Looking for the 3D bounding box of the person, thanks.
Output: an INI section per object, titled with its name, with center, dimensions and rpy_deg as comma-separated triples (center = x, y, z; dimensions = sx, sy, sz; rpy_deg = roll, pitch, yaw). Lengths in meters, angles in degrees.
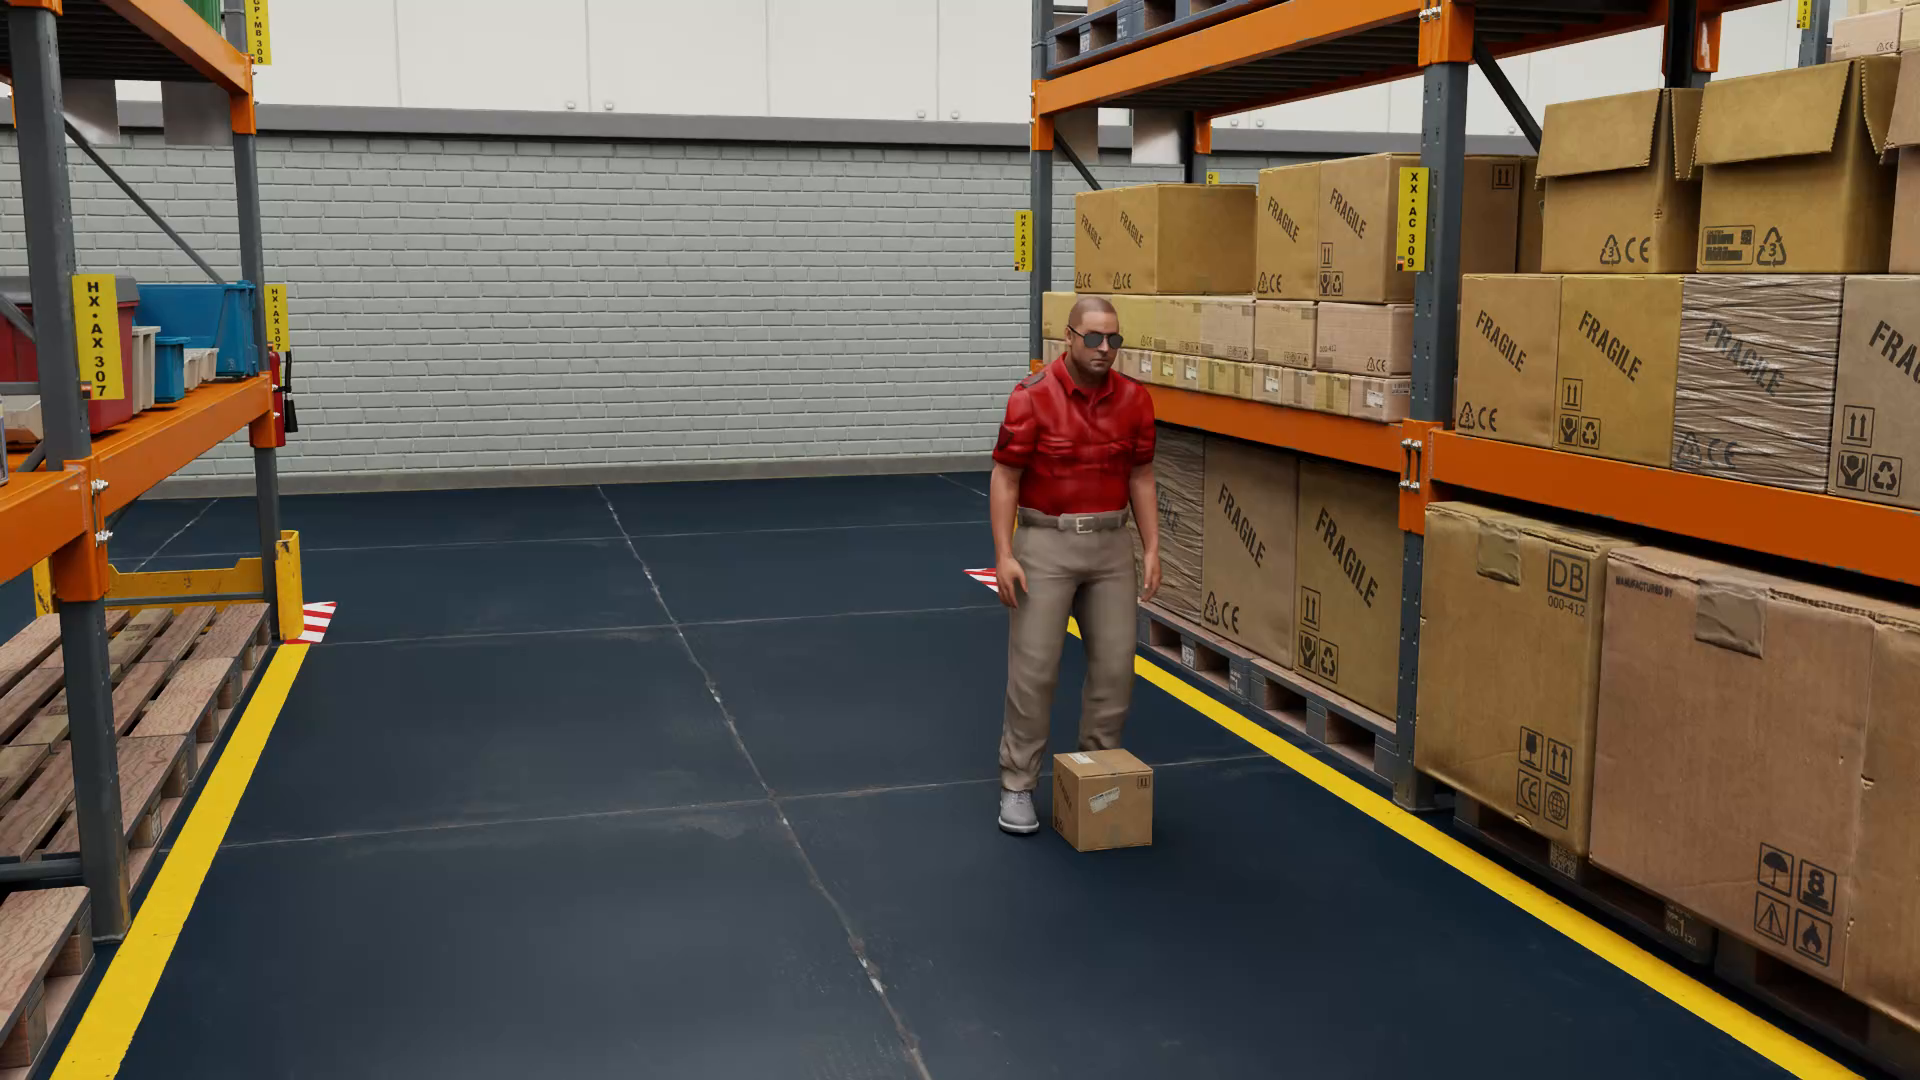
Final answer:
[person]
center = 0.386, 0.068, 5.493
dimensions = 0.595, 1.727, 0.384
rpy_deg = -3, 10, -17
